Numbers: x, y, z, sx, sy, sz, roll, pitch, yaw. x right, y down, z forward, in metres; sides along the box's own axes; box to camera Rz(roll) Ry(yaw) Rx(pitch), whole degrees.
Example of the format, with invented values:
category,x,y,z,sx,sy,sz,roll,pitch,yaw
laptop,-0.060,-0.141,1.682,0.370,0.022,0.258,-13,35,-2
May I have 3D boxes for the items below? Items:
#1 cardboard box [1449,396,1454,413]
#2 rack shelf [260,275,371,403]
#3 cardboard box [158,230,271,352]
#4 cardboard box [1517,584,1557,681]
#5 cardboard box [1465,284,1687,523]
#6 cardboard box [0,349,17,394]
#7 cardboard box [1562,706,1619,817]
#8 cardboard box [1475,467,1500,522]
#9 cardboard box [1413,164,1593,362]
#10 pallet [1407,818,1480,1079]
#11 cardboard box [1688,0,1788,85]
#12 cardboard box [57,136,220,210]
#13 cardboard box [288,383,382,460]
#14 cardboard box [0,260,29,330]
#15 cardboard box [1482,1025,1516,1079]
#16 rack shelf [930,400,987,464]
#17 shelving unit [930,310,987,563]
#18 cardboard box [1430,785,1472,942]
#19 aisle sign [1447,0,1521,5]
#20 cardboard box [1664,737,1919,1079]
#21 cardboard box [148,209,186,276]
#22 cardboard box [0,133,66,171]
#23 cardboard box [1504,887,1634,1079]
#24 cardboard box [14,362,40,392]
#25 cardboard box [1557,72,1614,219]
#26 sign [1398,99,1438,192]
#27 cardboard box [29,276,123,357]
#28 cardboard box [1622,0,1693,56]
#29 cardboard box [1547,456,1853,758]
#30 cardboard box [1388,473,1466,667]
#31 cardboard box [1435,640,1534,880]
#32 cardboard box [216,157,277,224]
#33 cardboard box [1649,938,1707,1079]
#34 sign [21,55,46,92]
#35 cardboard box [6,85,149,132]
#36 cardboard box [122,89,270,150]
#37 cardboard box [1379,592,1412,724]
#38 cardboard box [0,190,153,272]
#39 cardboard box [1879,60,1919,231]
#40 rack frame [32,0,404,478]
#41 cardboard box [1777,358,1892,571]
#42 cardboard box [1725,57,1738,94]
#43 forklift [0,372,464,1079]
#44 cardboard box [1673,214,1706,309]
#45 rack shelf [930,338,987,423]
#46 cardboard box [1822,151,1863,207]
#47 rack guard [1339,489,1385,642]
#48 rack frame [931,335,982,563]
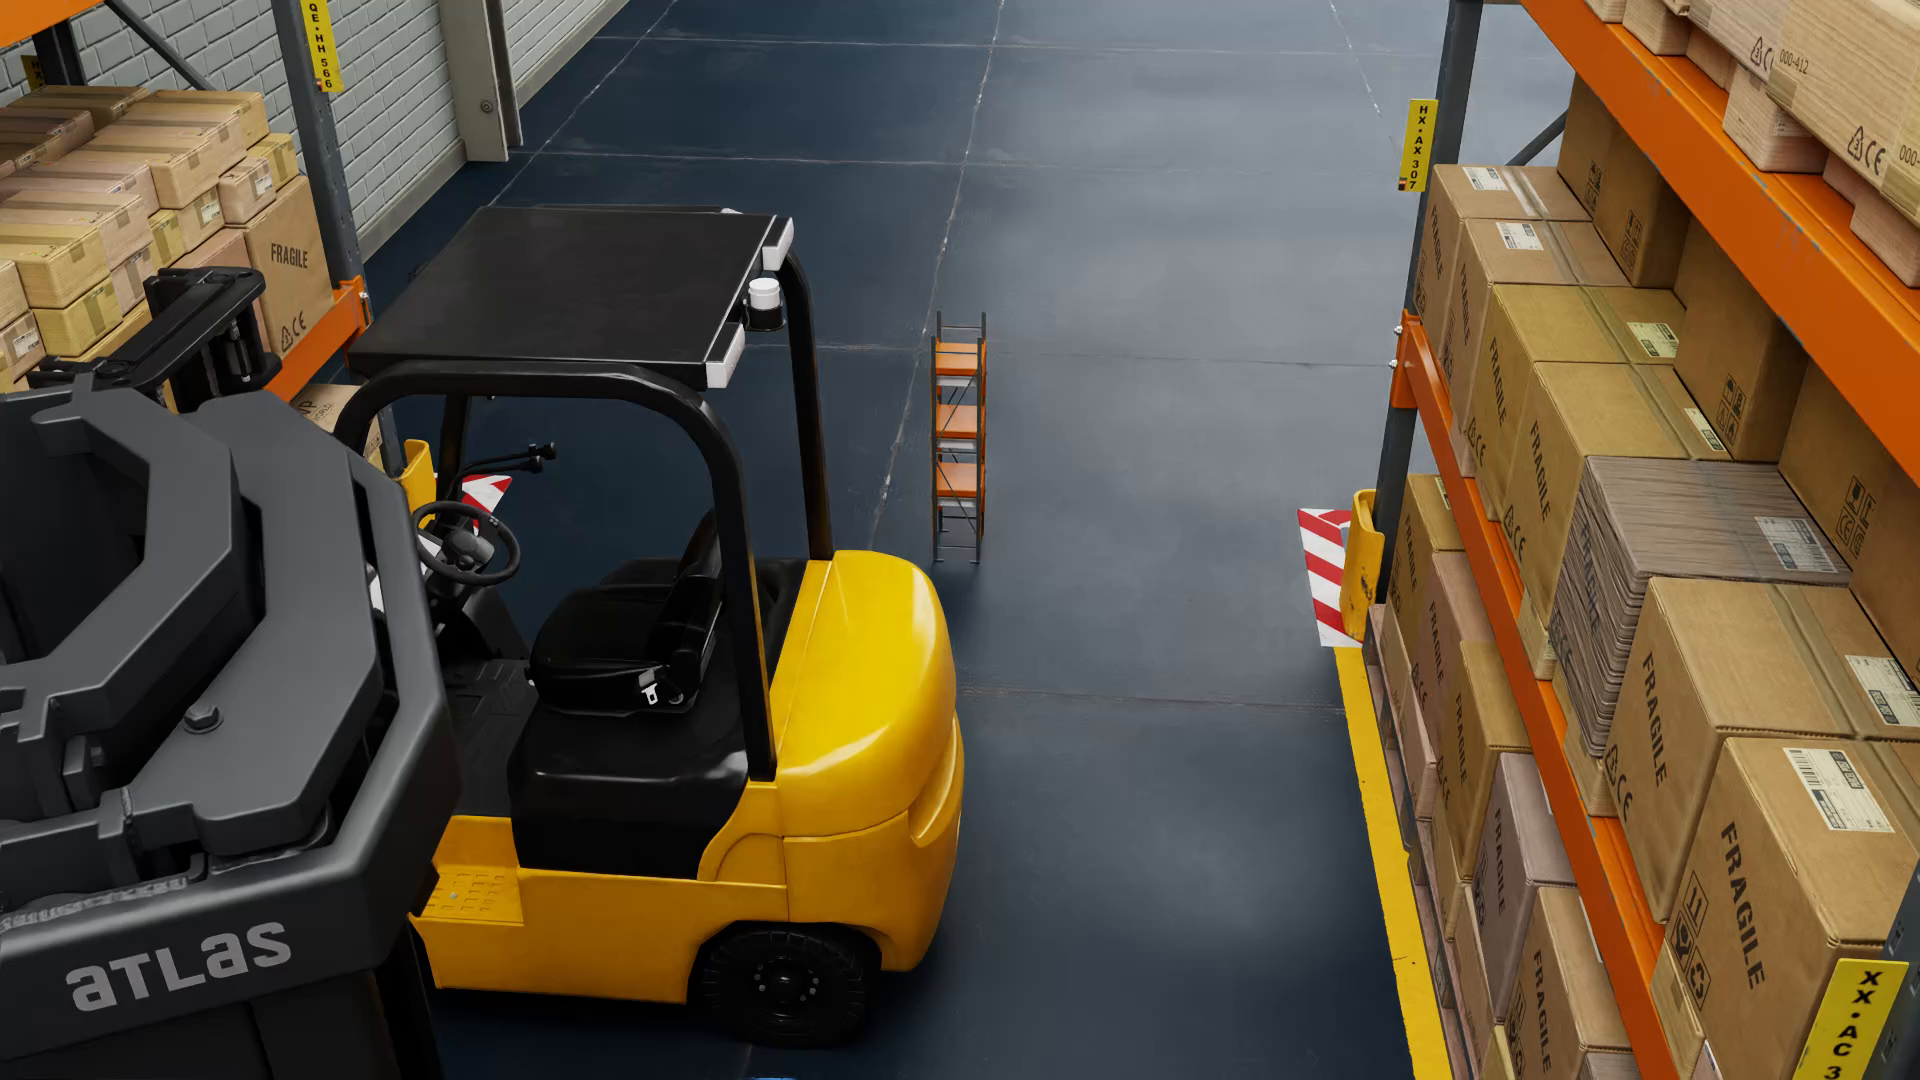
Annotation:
category,x,y,z,sx,sy,sz,roll,pitch,yaw
cardboard box,1.796,-0.437,5.340,0.380,0.149,0.250,1,32,2
rack shelf,-2.971,0.161,4.815,1.077,0.370,4.000,2,32,4
cardboard box,-2.638,-0.694,5.422,0.500,0.500,0.500,3,32,6
cardboard box,1.651,0.237,4.246,0.380,0.149,0.250,3,32,4
cardboard box,1.745,-0.377,4.623,0.500,0.500,0.500,2,32,3
cardboard box,-2.700,-0.381,4.296,0.380,0.149,0.250,2,32,3
cardboard box,1.615,0.505,3.810,0.380,0.149,0.250,2,32,3
cardboard box,1.742,-0.170,4.906,0.380,0.149,0.250,3,32,5
cardboard box,1.824,-0.914,5.495,0.500,0.500,0.500,2,32,3
pallet,1.930,1.306,4.930,1.003,0.211,1.213,2,32,4
cardboard box,1.677,-1.001,3.016,0.500,0.250,0.500,2,32,3
cardboard box,-2.611,-1.172,5.295,0.380,0.149,0.250,3,32,5
cardboard box,-2.535,-0.371,6.260,0.500,0.250,0.500,3,32,6
cardboard box,-2.747,-0.637,4.428,0.380,0.149,0.250,3,32,5
cardboard box,1.627,1.503,4.172,0.500,0.250,0.500,2,32,3
rack shelf,-0.004,-0.410,6.935,0.215,0.259,0.240,2,32,4
shelving unit,-0.004,-0.419,6.929,0.215,1.050,0.252,2,32,4
cardboard box,1.717,0.974,5.032,0.500,0.250,0.500,5,32,7
aisle sign,1.835,-2.133,5.374,0.394,0.787,0.004,2,32,4
cardboard box,1.602,0.699,2.878,0.500,0.500,0.500,2,32,3
cardboard box,-2.662,-0.919,5.169,0.380,0.149,0.250,2,32,4
cardboard box,-3.111,-1.196,5.334,0.380,0.149,0.250,3,32,5
cardboard box,1.634,1.197,3.955,0.500,0.500,0.500,3,32,5
cardboard box,-2.710,-0.163,4.559,0.500,0.500,0.500,3,32,4
cardboard box,2.315,-1.299,5.167,0.700,0.500,0.500,2,32,3
sign,1.598,-1.372,5.793,0.100,0.325,0.005,2,32,4
cardboard box,-2.637,-0.644,4.723,0.380,0.149,0.250,3,32,4
cardboard box,1.706,-1.176,3.679,0.380,0.149,0.250,2,32,3
cardboard box,1.675,0.158,3.756,0.500,0.500,0.500,3,32,5
cardboard box,1.796,0.114,5.711,0.500,0.500,0.500,1,32,2
cardboard box,1.709,0.650,4.842,0.500,0.500,0.500,3,32,5
cardboard box,-2.549,-1.181,5.594,0.380,0.149,0.250,3,32,5
cardboard box,1.549,0.906,3.160,0.380,0.149,0.250,3,32,5
sign,-3.361,-1.620,6.119,0.100,0.325,0.005,2,32,4
cardboard box,-3.049,-1.470,5.778,0.380,0.149,0.250,2,32,3
cardboard box,-2.628,-1.440,5.730,0.380,0.149,0.250,3,32,4
cardboard box,1.798,0.421,5.928,0.500,0.250,0.500,2,32,4
cardboard box,-2.616,-0.904,4.860,0.380,0.149,0.250,3,32,5
cardboard box,1.581,-0.472,2.157,0.500,0.250,0.500,2,32,4
rack frame,-2.808,-1.191,6.323,1.000,3.000,0.127,2,32,4
cardboard box,2.197,-0.232,3.436,0.700,0.500,0.500,2,32,3
cardboard box,1.738,-0.907,3.243,0.380,0.149,0.250,3,32,5
forklift,-1.376,1.326,2.305,3.031,2.935,1.130,-11,33,-18
cardboard box,2.327,-0.764,4.298,0.700,0.500,0.500,2,32,3
rack shelf,-0.004,-0.652,6.786,0.215,0.259,0.240,2,32,4
cardboard box,1.708,-0.631,2.795,0.380,0.149,0.250,1,32,2
rack guard,2.133,0.123,6.574,1.175,0.500,0.348,2,32,4
rack frame,-0.014,-0.355,6.826,0.200,1.050,0.008,2,32,4
